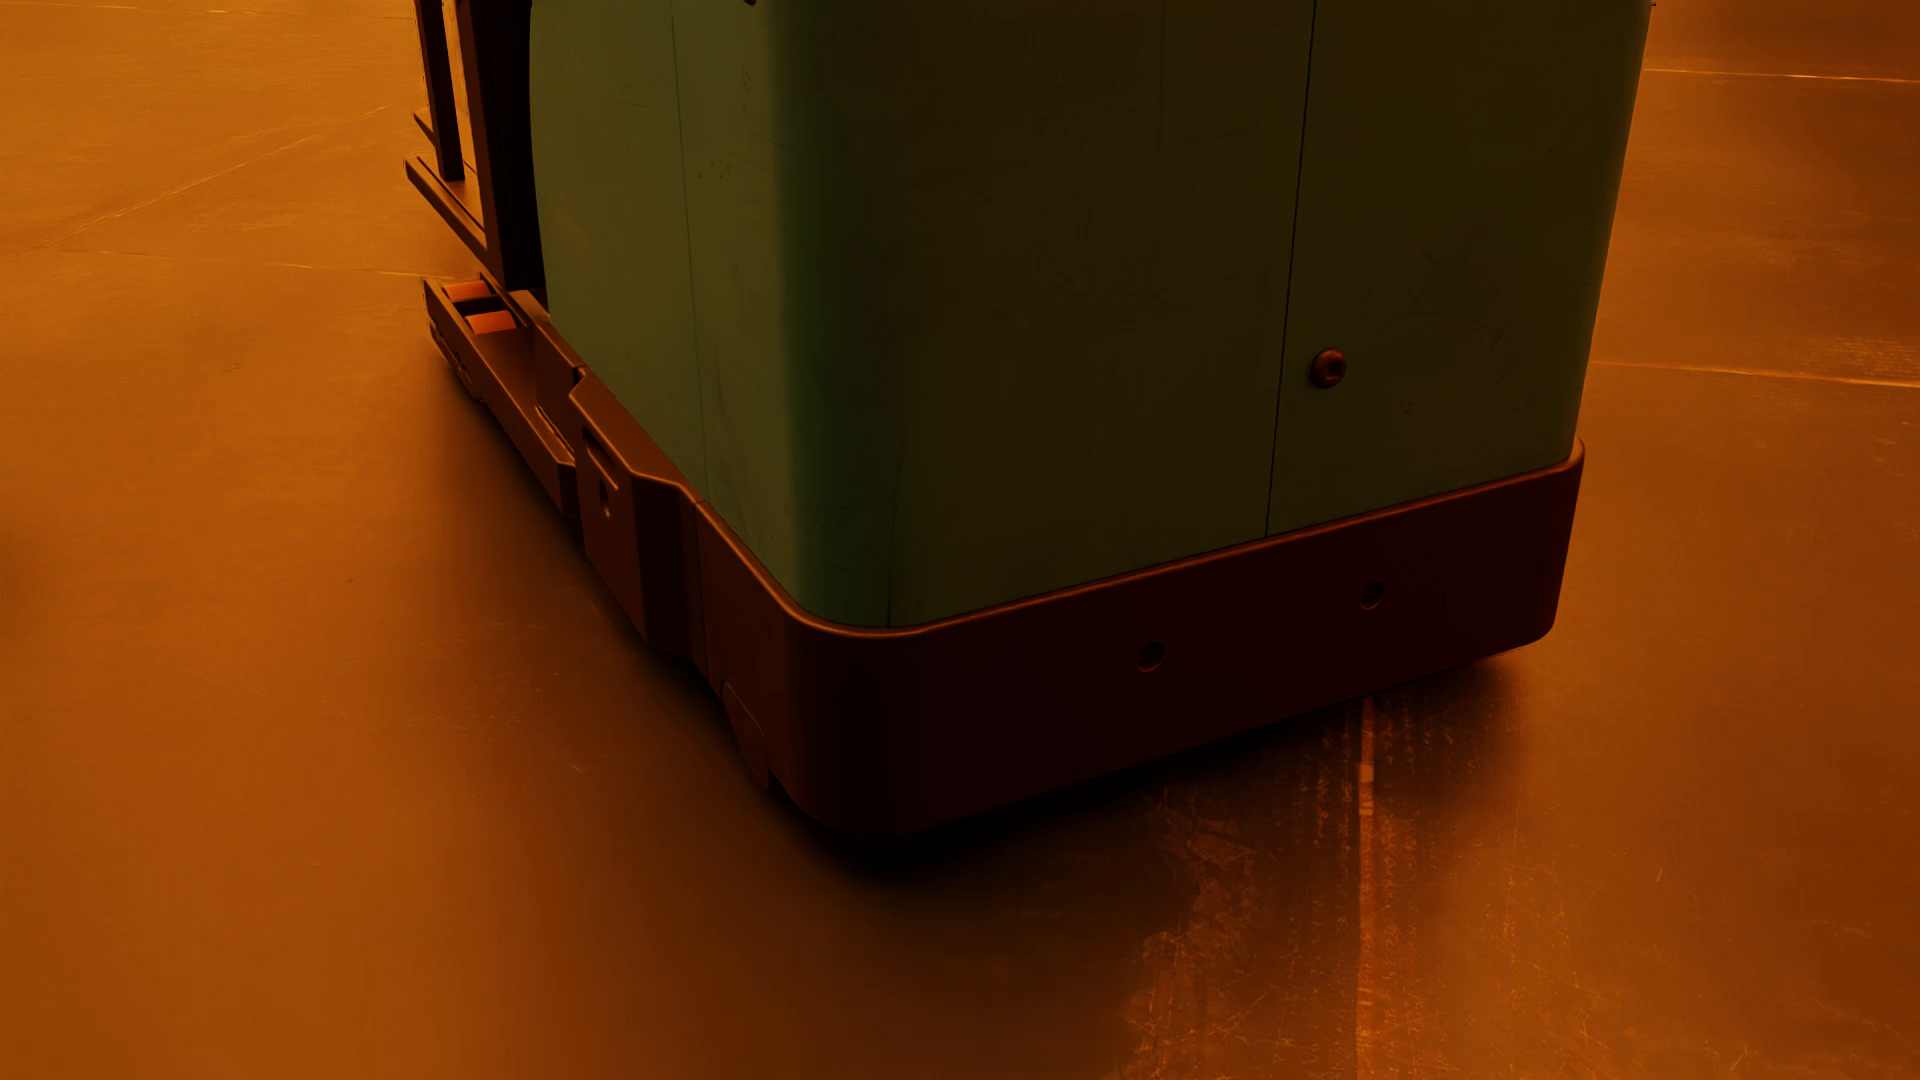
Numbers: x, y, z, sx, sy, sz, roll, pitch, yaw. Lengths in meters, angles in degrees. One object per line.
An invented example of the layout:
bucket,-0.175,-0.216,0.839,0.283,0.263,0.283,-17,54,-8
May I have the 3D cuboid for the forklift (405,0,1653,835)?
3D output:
forklift,-0.352,-1.634,2.486,1.130,2.935,3.031,-13,30,-24
